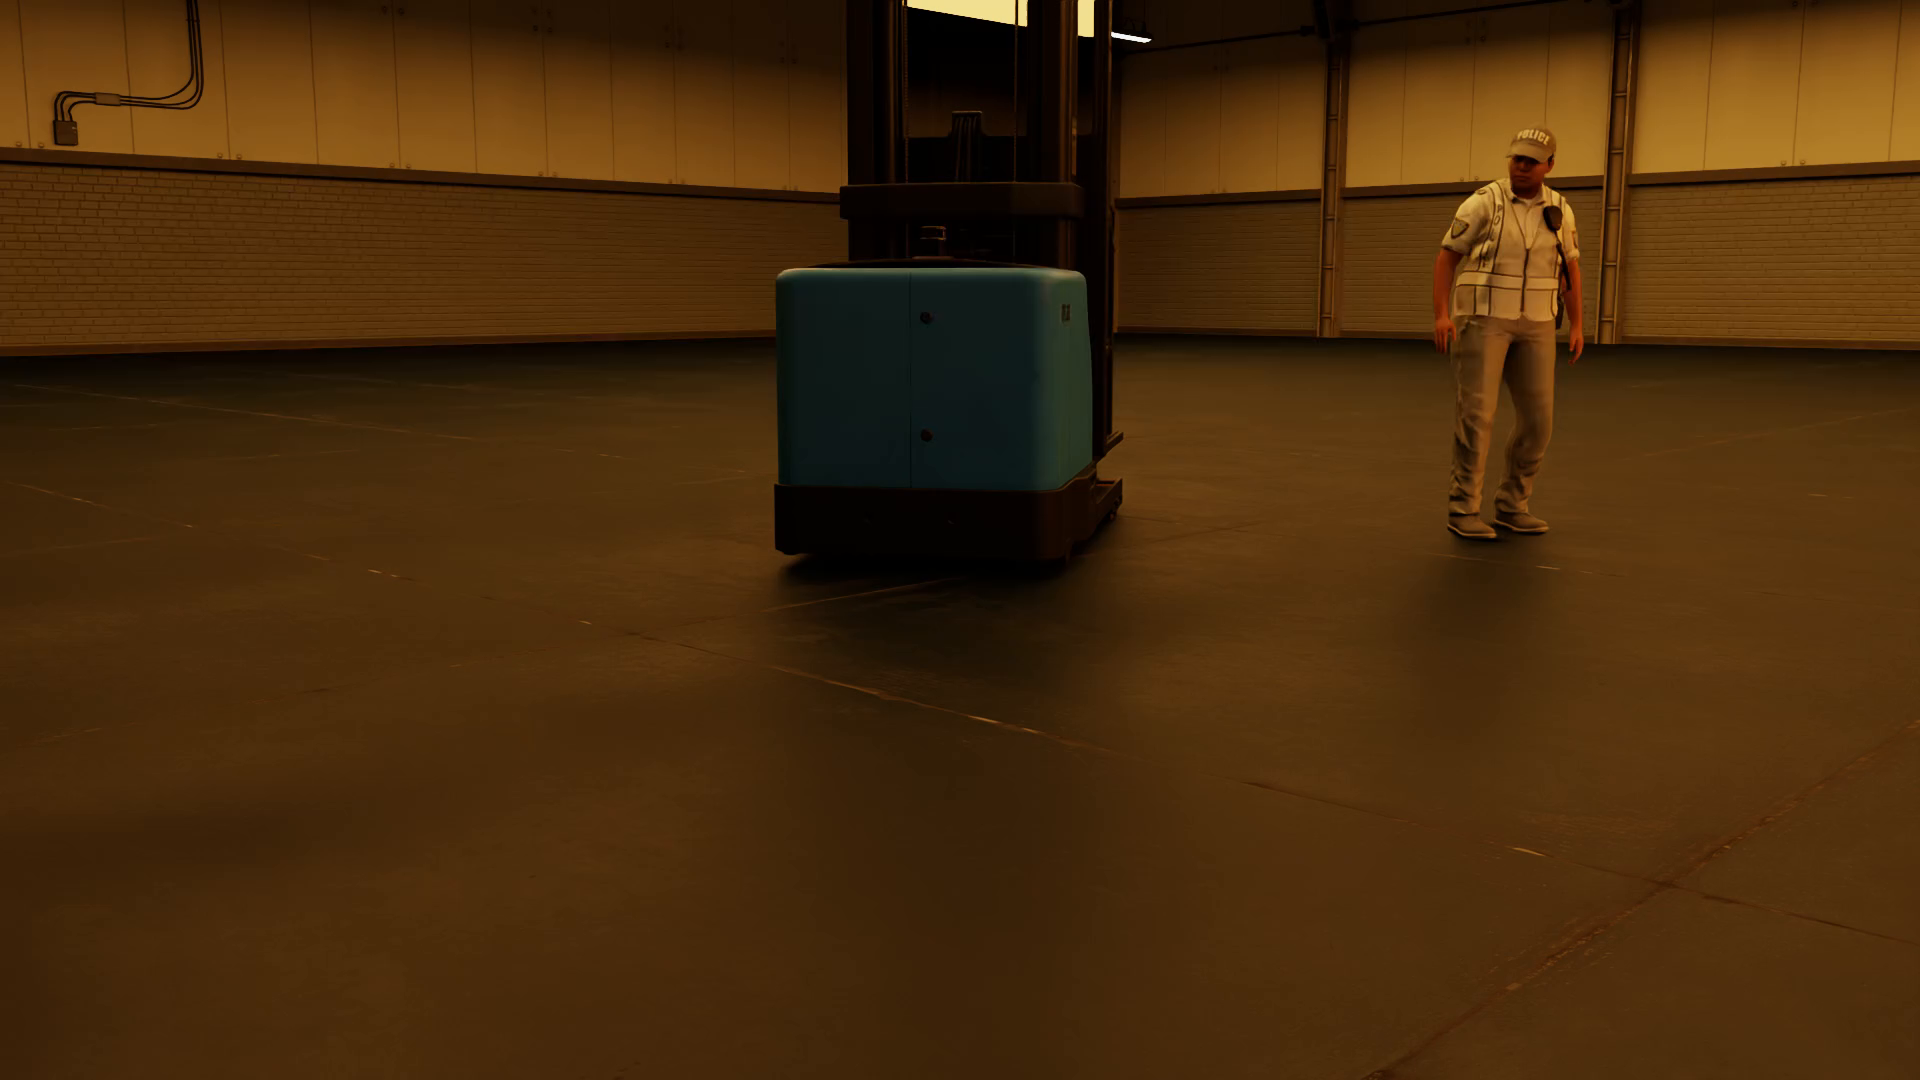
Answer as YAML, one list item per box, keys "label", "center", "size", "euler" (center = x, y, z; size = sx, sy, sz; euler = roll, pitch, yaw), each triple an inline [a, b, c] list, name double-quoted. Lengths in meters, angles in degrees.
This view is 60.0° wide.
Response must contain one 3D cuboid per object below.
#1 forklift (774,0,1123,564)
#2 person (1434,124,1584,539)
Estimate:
- label: "forklift"
  center: [0.124, -1.541, 7.110]
  size: [1.130, 2.935, 3.031]
  euler: [2, 9, 11]
- label: "person"
  center: [2.256, -0.851, 6.816]
  size: [0.638, 1.657, 0.477]
  euler: [-1, 9, -7]
